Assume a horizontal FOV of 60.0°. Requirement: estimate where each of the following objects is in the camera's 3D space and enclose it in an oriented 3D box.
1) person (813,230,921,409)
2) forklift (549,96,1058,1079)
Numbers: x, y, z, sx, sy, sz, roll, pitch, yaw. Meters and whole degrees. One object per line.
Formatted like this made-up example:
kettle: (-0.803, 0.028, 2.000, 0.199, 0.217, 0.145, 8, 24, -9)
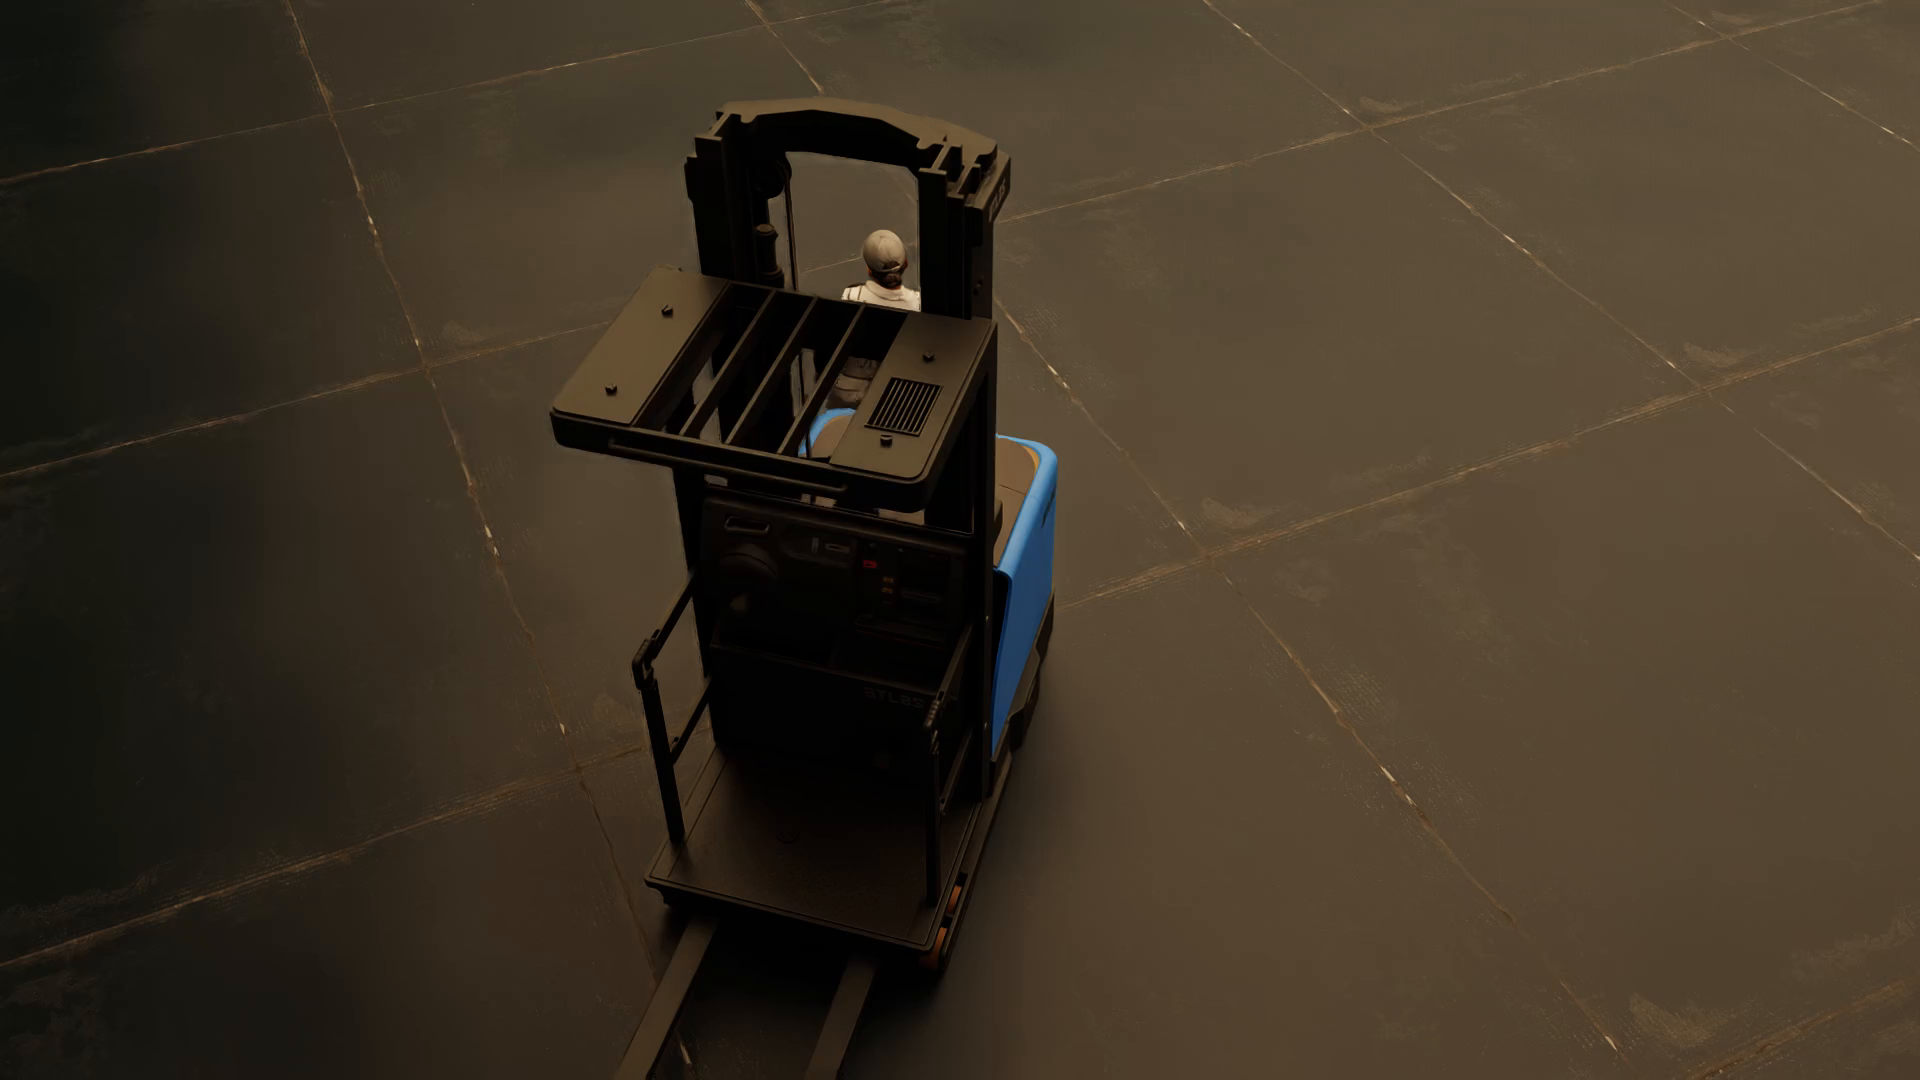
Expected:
person: (-0.317, -0.821, 7.546, 0.700, 1.554, 0.693, -4, 43, -4)
forklift: (-0.494, 0.205, 5.460, 1.130, 2.935, 3.031, 11, 44, 12)
